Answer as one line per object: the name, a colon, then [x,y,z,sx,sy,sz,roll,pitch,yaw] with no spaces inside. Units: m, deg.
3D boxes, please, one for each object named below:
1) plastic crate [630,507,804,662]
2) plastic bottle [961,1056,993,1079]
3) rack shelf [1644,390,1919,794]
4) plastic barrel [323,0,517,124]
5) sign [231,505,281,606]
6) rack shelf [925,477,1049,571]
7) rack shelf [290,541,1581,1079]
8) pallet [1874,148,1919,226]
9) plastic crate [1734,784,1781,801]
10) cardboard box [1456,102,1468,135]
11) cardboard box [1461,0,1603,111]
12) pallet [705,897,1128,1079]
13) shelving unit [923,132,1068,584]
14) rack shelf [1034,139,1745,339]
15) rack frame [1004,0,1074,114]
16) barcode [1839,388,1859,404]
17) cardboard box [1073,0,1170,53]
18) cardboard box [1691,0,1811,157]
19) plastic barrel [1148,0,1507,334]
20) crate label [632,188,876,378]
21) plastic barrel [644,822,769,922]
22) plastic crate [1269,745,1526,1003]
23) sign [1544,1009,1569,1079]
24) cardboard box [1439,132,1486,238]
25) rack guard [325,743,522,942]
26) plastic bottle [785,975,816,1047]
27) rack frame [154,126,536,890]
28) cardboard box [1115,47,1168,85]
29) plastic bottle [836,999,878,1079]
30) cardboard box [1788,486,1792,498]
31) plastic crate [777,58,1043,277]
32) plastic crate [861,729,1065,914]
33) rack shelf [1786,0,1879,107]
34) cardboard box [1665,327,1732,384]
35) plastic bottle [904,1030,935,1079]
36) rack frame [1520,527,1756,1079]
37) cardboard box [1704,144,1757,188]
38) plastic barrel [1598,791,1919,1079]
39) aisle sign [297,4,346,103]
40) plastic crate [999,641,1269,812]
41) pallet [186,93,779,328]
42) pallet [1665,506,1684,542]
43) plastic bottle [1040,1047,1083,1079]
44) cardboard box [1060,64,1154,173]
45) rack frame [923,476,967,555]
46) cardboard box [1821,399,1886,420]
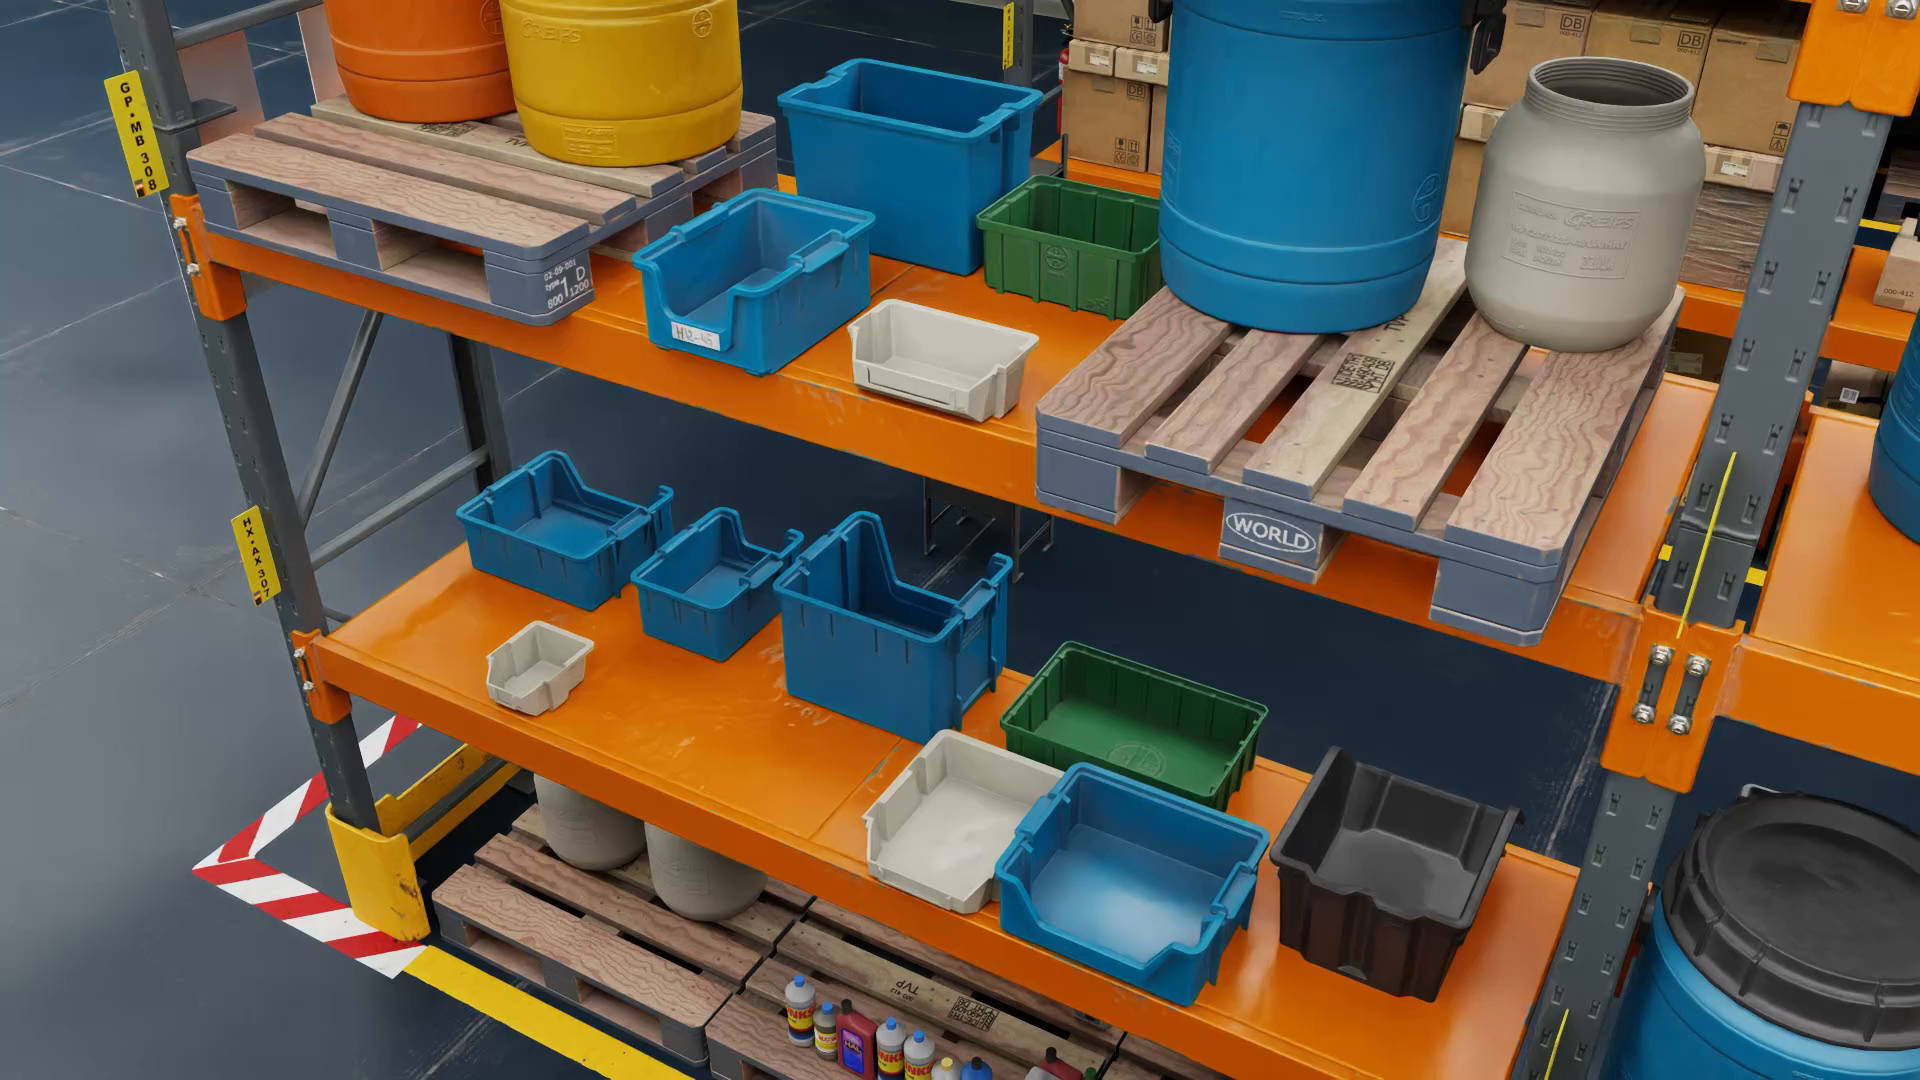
plastic crate: [-0.786,0.139,5.468,0.408,0.251,0.499,18,37,24]
plastic bottle: [0.050,1.681,5.084,0.097,0.271,0.097,0,34,0]
rack shelf: [3.280,0.604,2.580,4.000,0.370,1.077,18,37,24]
plastic barrel: [-1.445,-1.627,4.514,0.708,0.830,0.600,18,37,24]
sign: [-2.206,0.051,5.218,0.005,0.325,0.100,18,37,24]
rack shelf: [0.144,-0.234,7.995,0.480,0.518,0.431,18,37,24]
rack shelf: [-0.193,0.752,5.063,4.000,0.370,1.077,18,37,24]
pallet: [7.136,-2.391,11.650,1.213,0.211,1.003,18,37,24]
plastic crate: [2.115,0.962,4.041,0.583,0.464,0.402,18,37,24]
cardboard box: [2.328,-2.085,7.999,0.250,0.149,0.380,19,38,26]
cardboard box: [2.742,-2.357,7.823,0.500,0.500,0.700,18,37,24]
pallet: [-0.083,1.624,5.622,1.213,0.211,1.003,18,37,24]
shelving unit: [0.144,-0.828,7.600,0.503,2.100,0.431,18,37,24]
rack shelf: [2.268,-1.631,8.641,4.000,0.370,1.077,18,37,24]
rack frame: [0.531,-2.480,9.268,0.127,3.000,1.000,18,37,24]
barcode: [4.019,-0.652,7.515,0.075,0.075,0.001,18,37,24]
cardboard box: [0.976,-2.913,8.657,0.500,0.500,0.700,18,38,25]
cardboard box: [3.616,-2.081,7.408,0.500,0.500,0.700,18,38,25]
plastic barrel: [0.732,-0.955,3.440,0.708,0.901,0.600,18,37,24]
crate label: [-0.469,-0.610,3.888,0.408,0.251,0.502,18,37,24]
plastic barrel: [-0.885,1.045,5.840,0.421,0.512,0.421,0,34,0]
plastic crate: [1.152,0.823,4.363,0.504,0.338,0.767,18,37,24]
sign: [1.261,1.149,3.568,0.005,0.325,0.100,18,37,24]
cardboard box: [2.721,-1.822,8.190,0.500,0.500,0.700,18,38,25]
rack guard: [-1.840,0.941,6.385,0.348,0.500,1.175,18,37,24]
plastic bottle: [-0.510,1.504,5.350,0.097,0.271,0.097,0,34,0]
rack frame: [-1.930,-0.097,5.690,0.127,3.000,1.000,18,37,24]
cardboard box: [0.996,-2.509,8.636,0.250,0.149,0.380,17,37,23]
plastic bottle: [-0.323,1.570,5.240,0.133,0.283,0.061,18,38,25]
cardboard box: [4.231,-0.180,7.916,0.500,0.250,0.500,17,37,23]
plastic crate: [-0.125,-0.960,4.293,0.575,0.384,0.392,18,37,24]
plastic crate: [0.008,0.788,4.599,0.437,0.136,0.530,18,37,24]
rack shelf: [-0.193,-1.579,3.512,4.000,0.370,1.077,18,37,24]
cardboard box: [3.757,-1.001,8.472,0.500,0.500,0.500,18,37,24]
plastic bottle: [-0.126,1.625,5.167,0.097,0.271,0.097,0,34,0]
rack frame: [1.543,1.003,4.038,0.127,3.000,1.000,18,37,24]
cardboard box: [3.448,-1.732,7.470,0.250,0.149,0.380,17,37,23]
plastic barrel: [1.728,1.046,3.521,0.708,0.901,0.600,18,37,24]
aisle sign: [-1.845,-1.342,5.214,0.004,0.787,0.394,18,37,24]
plastic crate: [0.505,0.582,4.861,0.662,0.188,0.450,18,37,24]
pallet: [-1.260,-0.993,4.499,1.213,0.211,1.003,18,37,24]
pallet: [3.335,-0.458,8.748,1.213,0.211,1.003,18,37,24]
plastic bottle: [0.307,1.672,5.087,0.133,0.283,0.061,18,37,24]
cardboard box: [0.930,-2.387,9.038,0.500,0.500,0.700,18,37,24]
rack frame: [-0.068,-0.896,7.700,0.015,2.100,0.400,18,37,24]
cardboard box: [4.239,-0.410,7.756,0.500,0.311,0.500,18,38,25]
